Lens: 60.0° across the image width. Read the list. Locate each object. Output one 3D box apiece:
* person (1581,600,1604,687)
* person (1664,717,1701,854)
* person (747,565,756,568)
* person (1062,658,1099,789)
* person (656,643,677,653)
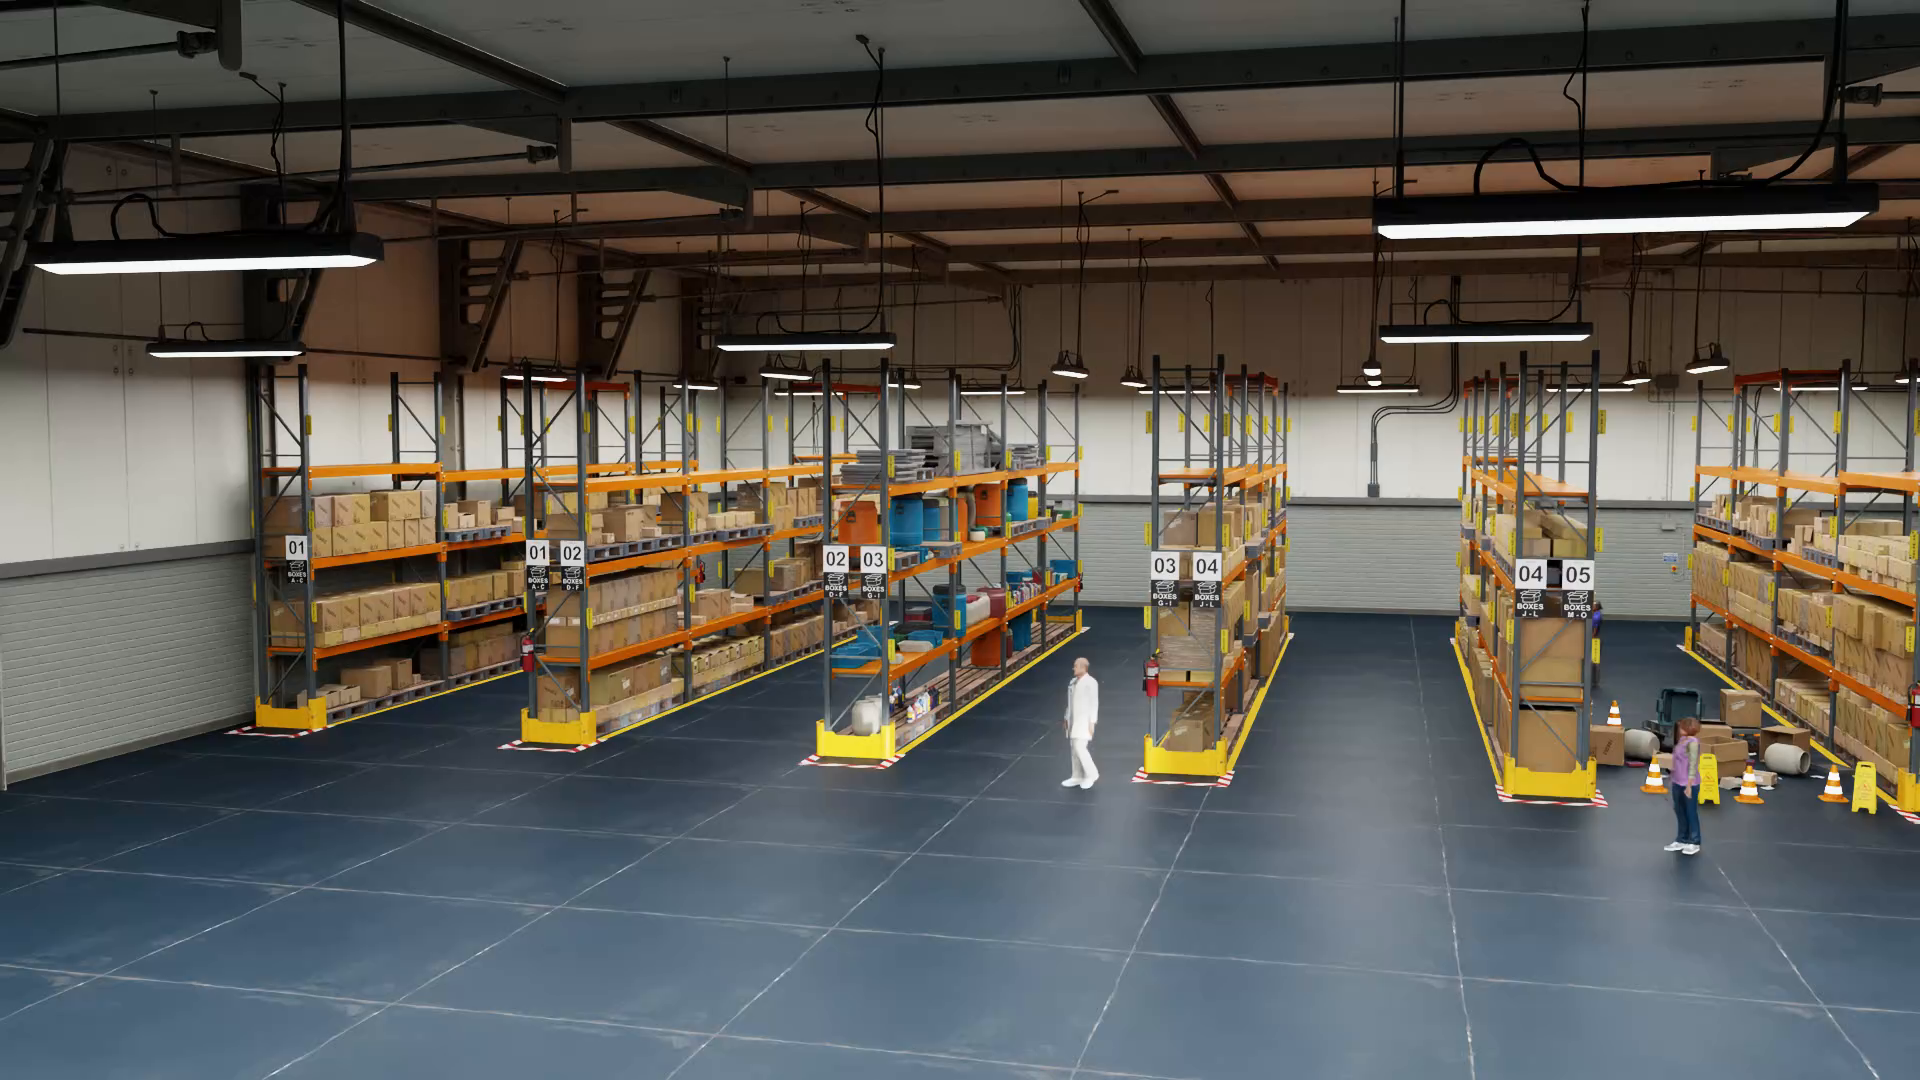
[{"bbox_3d":[12.142,1.984,31.949,0.550,1.674,0.360,-4,5,-44],"label":"person"},{"bbox_3d":[8.492,2.867,19.473,0.363,1.621,0.493,-1,4,-11],"label":"person"},{"bbox_3d":[-4.911,1.468,39.027,0.658,1.789,0.923,1,4,15],"label":"person"},{"bbox_3d":[1.661,2.519,22.989,0.468,1.783,0.636,-2,4,-27],"label":"person"},{"bbox_3d":[-6.491,1.703,36.197,0.553,1.596,0.932,1,4,9],"label":"person"}]
